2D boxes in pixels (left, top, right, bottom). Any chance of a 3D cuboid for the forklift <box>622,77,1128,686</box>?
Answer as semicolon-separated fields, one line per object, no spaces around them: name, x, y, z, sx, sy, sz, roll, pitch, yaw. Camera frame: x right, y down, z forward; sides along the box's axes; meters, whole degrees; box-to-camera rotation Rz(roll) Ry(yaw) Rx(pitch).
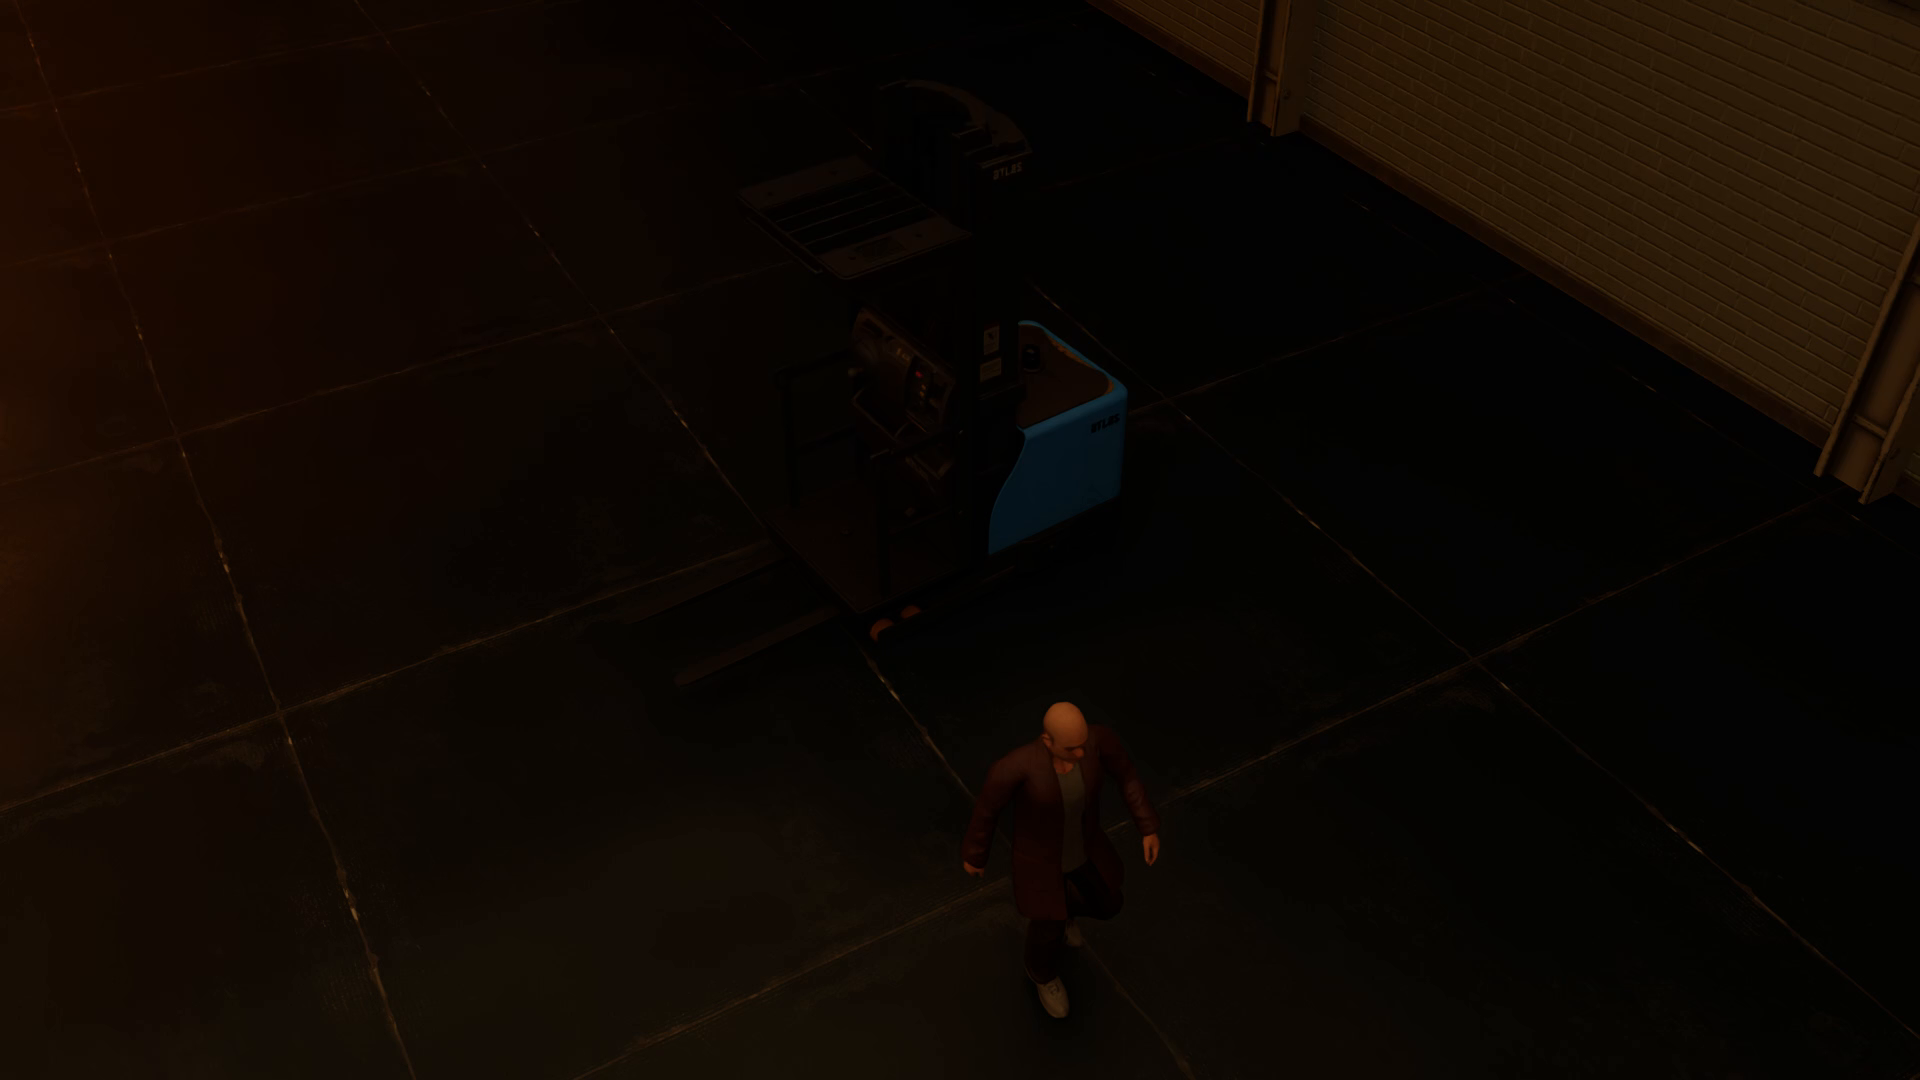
forklift;-0.494;-0.897;9.118;3.031;2.935;1.130;-24;45;-26

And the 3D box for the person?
person;0.426;1.343;7.338;0.826;1.760;0.598;-20;44;-22
